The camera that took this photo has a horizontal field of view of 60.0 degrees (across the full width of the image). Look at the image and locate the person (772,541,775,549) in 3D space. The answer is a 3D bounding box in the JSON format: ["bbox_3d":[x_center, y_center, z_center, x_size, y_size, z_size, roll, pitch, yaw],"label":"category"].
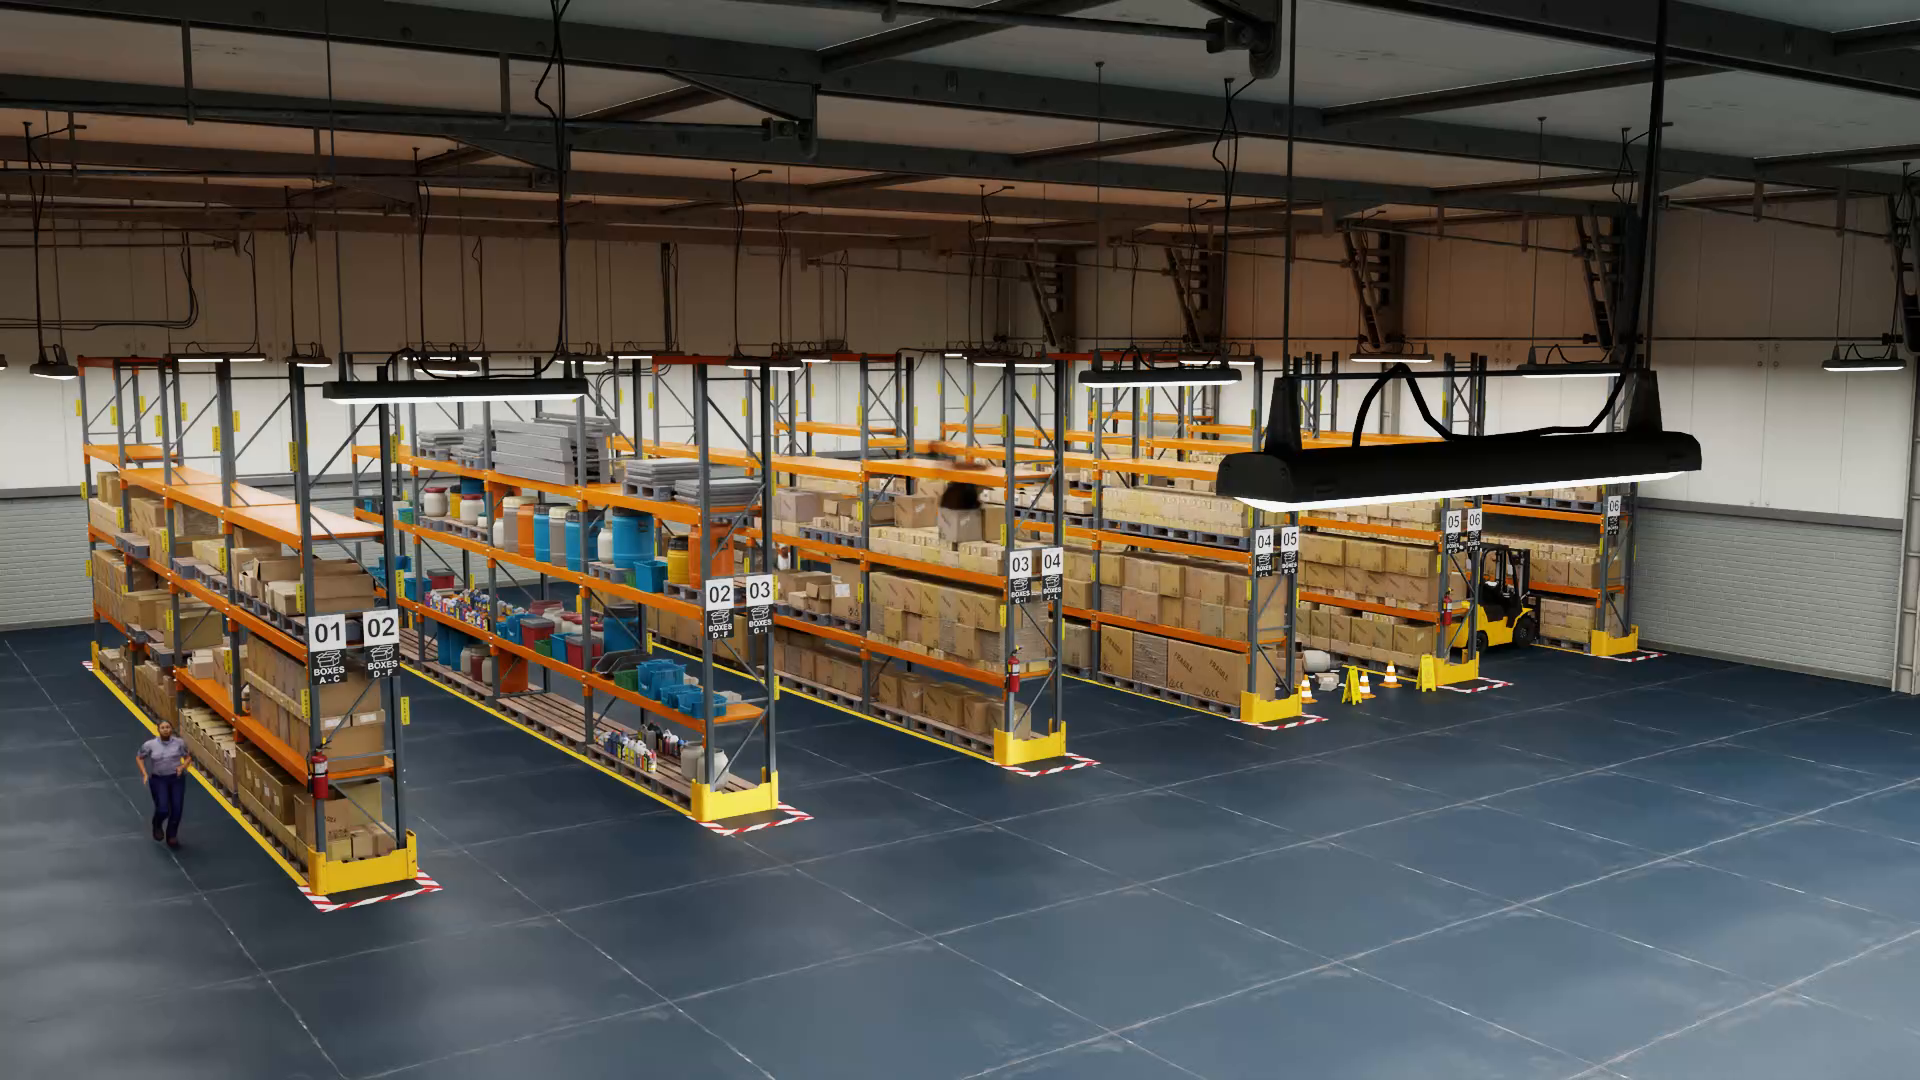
[{"bbox_3d":[-4.737,0.410,41.952,0.586,1.735,0.788,-1,7,-5],"label":"person"}]

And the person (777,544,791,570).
[{"bbox_3d":[-3.948,0.920,37.601,0.698,1.758,0.680,-3,8,-27],"label":"person"}]

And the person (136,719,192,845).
[{"bbox_3d":[-9.867,3.029,20.707,0.606,1.600,0.557,-5,9,-37],"label":"person"}]
